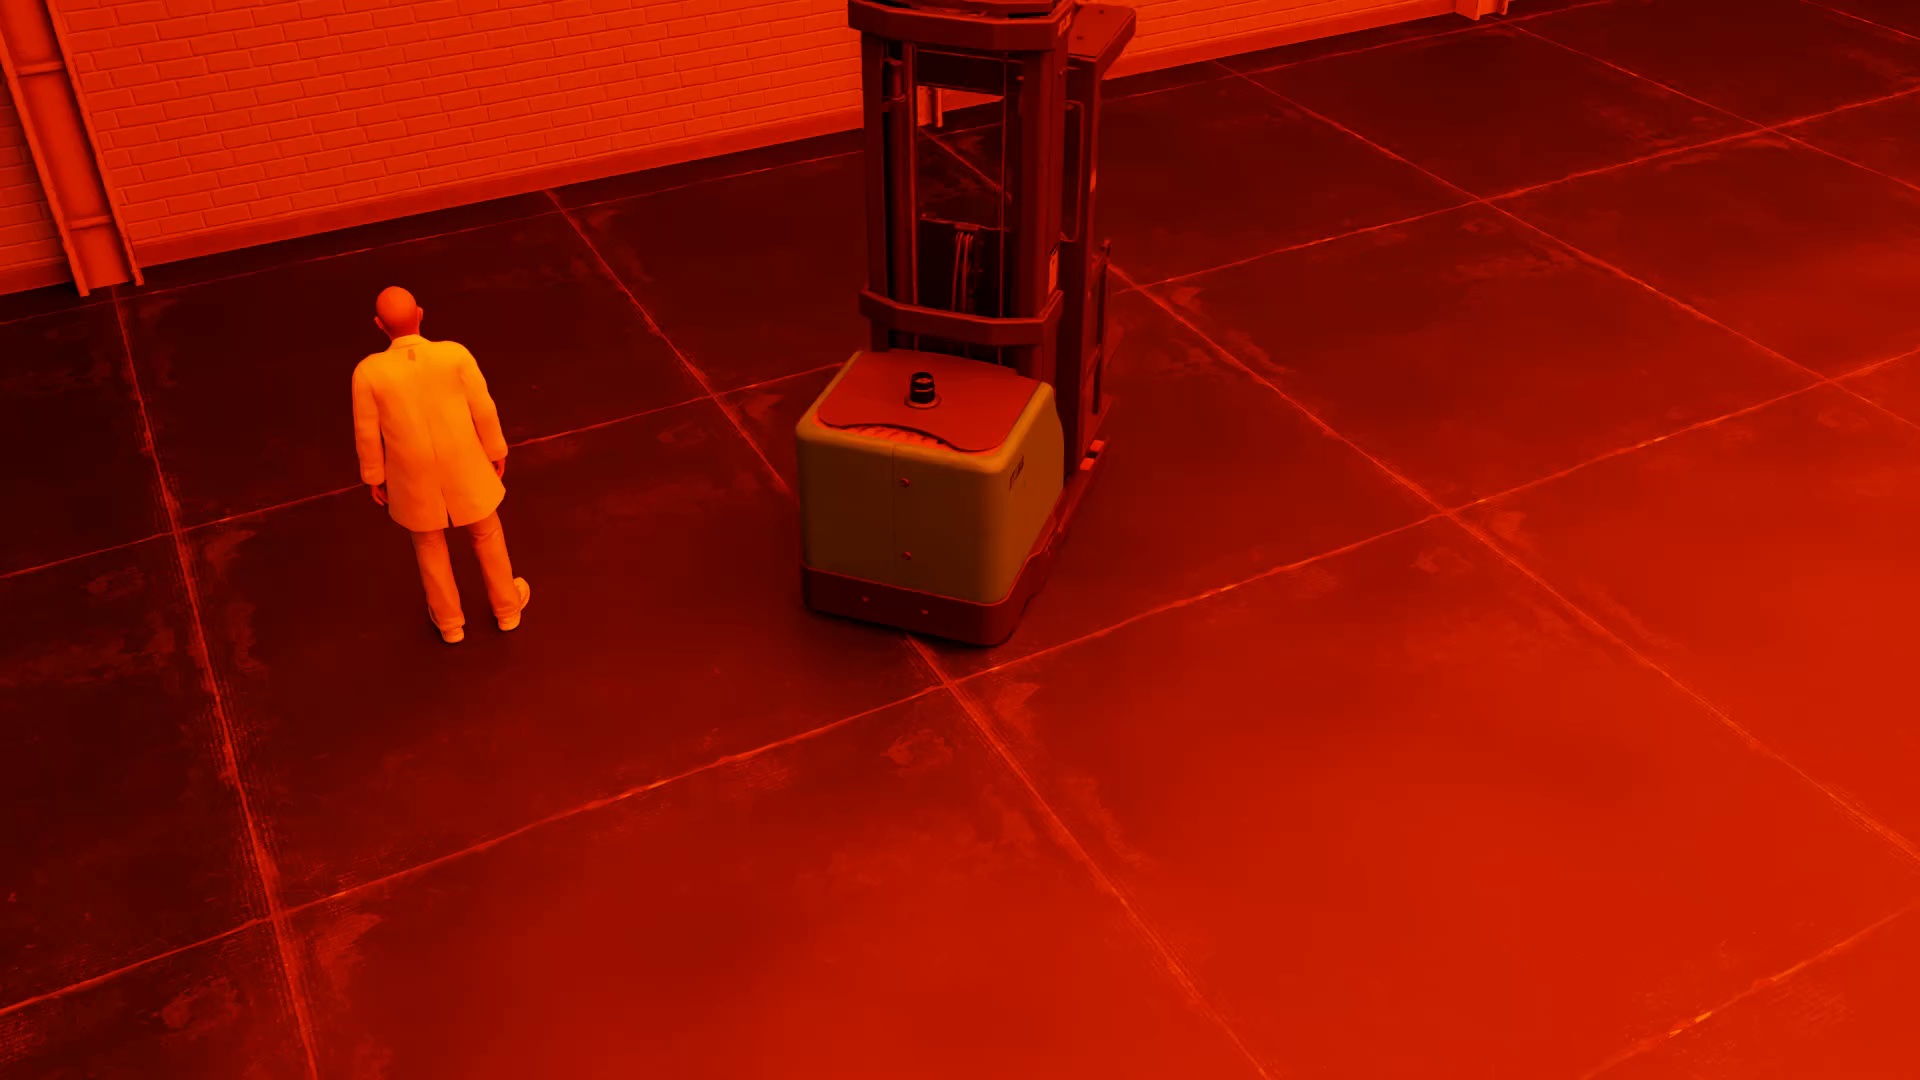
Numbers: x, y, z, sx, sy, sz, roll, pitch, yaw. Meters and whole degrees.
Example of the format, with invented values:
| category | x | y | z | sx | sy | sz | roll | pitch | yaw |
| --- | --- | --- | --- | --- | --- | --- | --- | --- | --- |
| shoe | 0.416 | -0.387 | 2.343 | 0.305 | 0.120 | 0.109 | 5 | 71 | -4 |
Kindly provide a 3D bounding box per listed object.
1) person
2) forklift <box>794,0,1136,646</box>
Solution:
| category | x | y | z | sx | sy | sz | roll | pitch | yaw |
| --- | --- | --- | --- | --- | --- | --- | --- | --- | --- |
| person | -2.390 | -0.328 | 7.589 | 0.653 | 1.774 | 0.423 | -12 | 37 | -16 |
| forklift | 0.189 | -1.547 | 8.312 | 1.130 | 2.935 | 3.031 | 11 | 37 | 15 |
